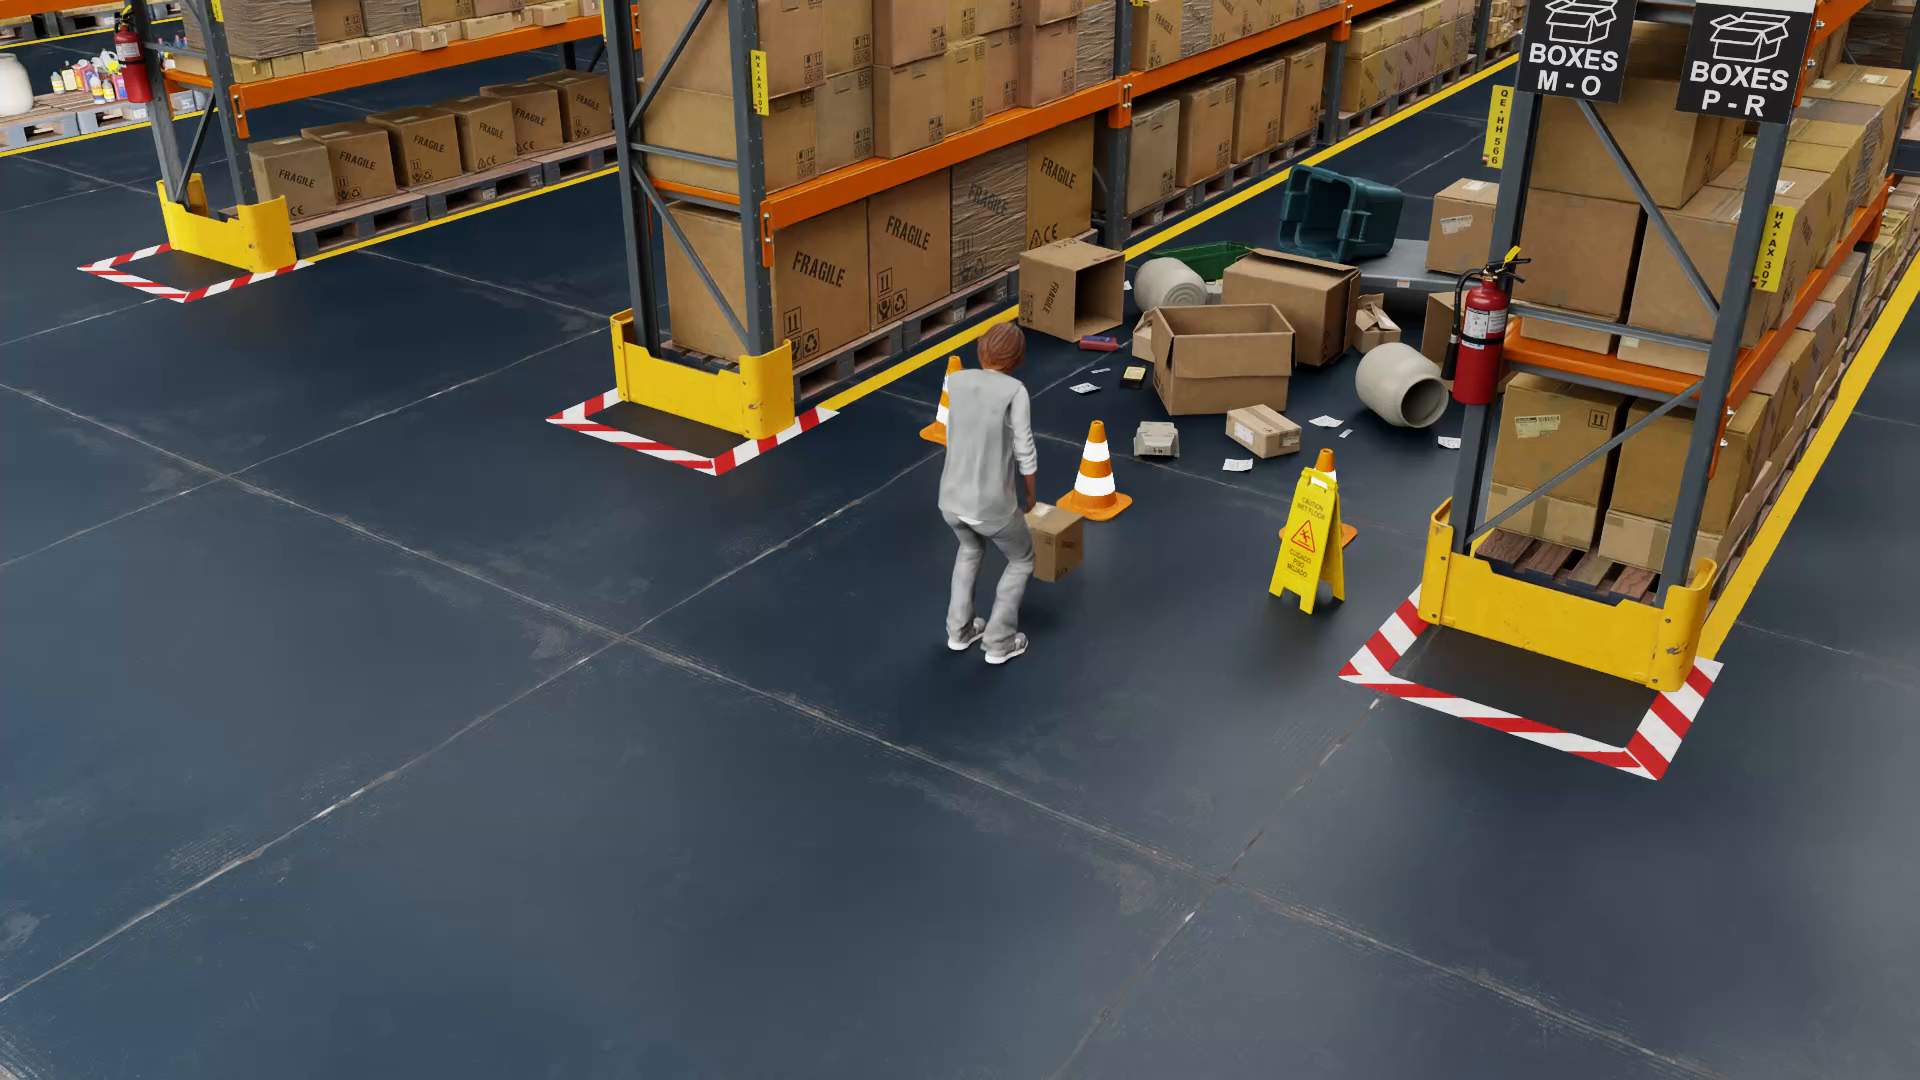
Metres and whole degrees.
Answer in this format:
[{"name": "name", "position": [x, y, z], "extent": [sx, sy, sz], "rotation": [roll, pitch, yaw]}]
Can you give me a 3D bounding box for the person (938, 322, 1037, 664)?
[{"name": "person", "position": [0.107, -0.189, 7.132], "extent": [0.447, 1.482, 0.497], "rotation": [18, 32, 31]}]
